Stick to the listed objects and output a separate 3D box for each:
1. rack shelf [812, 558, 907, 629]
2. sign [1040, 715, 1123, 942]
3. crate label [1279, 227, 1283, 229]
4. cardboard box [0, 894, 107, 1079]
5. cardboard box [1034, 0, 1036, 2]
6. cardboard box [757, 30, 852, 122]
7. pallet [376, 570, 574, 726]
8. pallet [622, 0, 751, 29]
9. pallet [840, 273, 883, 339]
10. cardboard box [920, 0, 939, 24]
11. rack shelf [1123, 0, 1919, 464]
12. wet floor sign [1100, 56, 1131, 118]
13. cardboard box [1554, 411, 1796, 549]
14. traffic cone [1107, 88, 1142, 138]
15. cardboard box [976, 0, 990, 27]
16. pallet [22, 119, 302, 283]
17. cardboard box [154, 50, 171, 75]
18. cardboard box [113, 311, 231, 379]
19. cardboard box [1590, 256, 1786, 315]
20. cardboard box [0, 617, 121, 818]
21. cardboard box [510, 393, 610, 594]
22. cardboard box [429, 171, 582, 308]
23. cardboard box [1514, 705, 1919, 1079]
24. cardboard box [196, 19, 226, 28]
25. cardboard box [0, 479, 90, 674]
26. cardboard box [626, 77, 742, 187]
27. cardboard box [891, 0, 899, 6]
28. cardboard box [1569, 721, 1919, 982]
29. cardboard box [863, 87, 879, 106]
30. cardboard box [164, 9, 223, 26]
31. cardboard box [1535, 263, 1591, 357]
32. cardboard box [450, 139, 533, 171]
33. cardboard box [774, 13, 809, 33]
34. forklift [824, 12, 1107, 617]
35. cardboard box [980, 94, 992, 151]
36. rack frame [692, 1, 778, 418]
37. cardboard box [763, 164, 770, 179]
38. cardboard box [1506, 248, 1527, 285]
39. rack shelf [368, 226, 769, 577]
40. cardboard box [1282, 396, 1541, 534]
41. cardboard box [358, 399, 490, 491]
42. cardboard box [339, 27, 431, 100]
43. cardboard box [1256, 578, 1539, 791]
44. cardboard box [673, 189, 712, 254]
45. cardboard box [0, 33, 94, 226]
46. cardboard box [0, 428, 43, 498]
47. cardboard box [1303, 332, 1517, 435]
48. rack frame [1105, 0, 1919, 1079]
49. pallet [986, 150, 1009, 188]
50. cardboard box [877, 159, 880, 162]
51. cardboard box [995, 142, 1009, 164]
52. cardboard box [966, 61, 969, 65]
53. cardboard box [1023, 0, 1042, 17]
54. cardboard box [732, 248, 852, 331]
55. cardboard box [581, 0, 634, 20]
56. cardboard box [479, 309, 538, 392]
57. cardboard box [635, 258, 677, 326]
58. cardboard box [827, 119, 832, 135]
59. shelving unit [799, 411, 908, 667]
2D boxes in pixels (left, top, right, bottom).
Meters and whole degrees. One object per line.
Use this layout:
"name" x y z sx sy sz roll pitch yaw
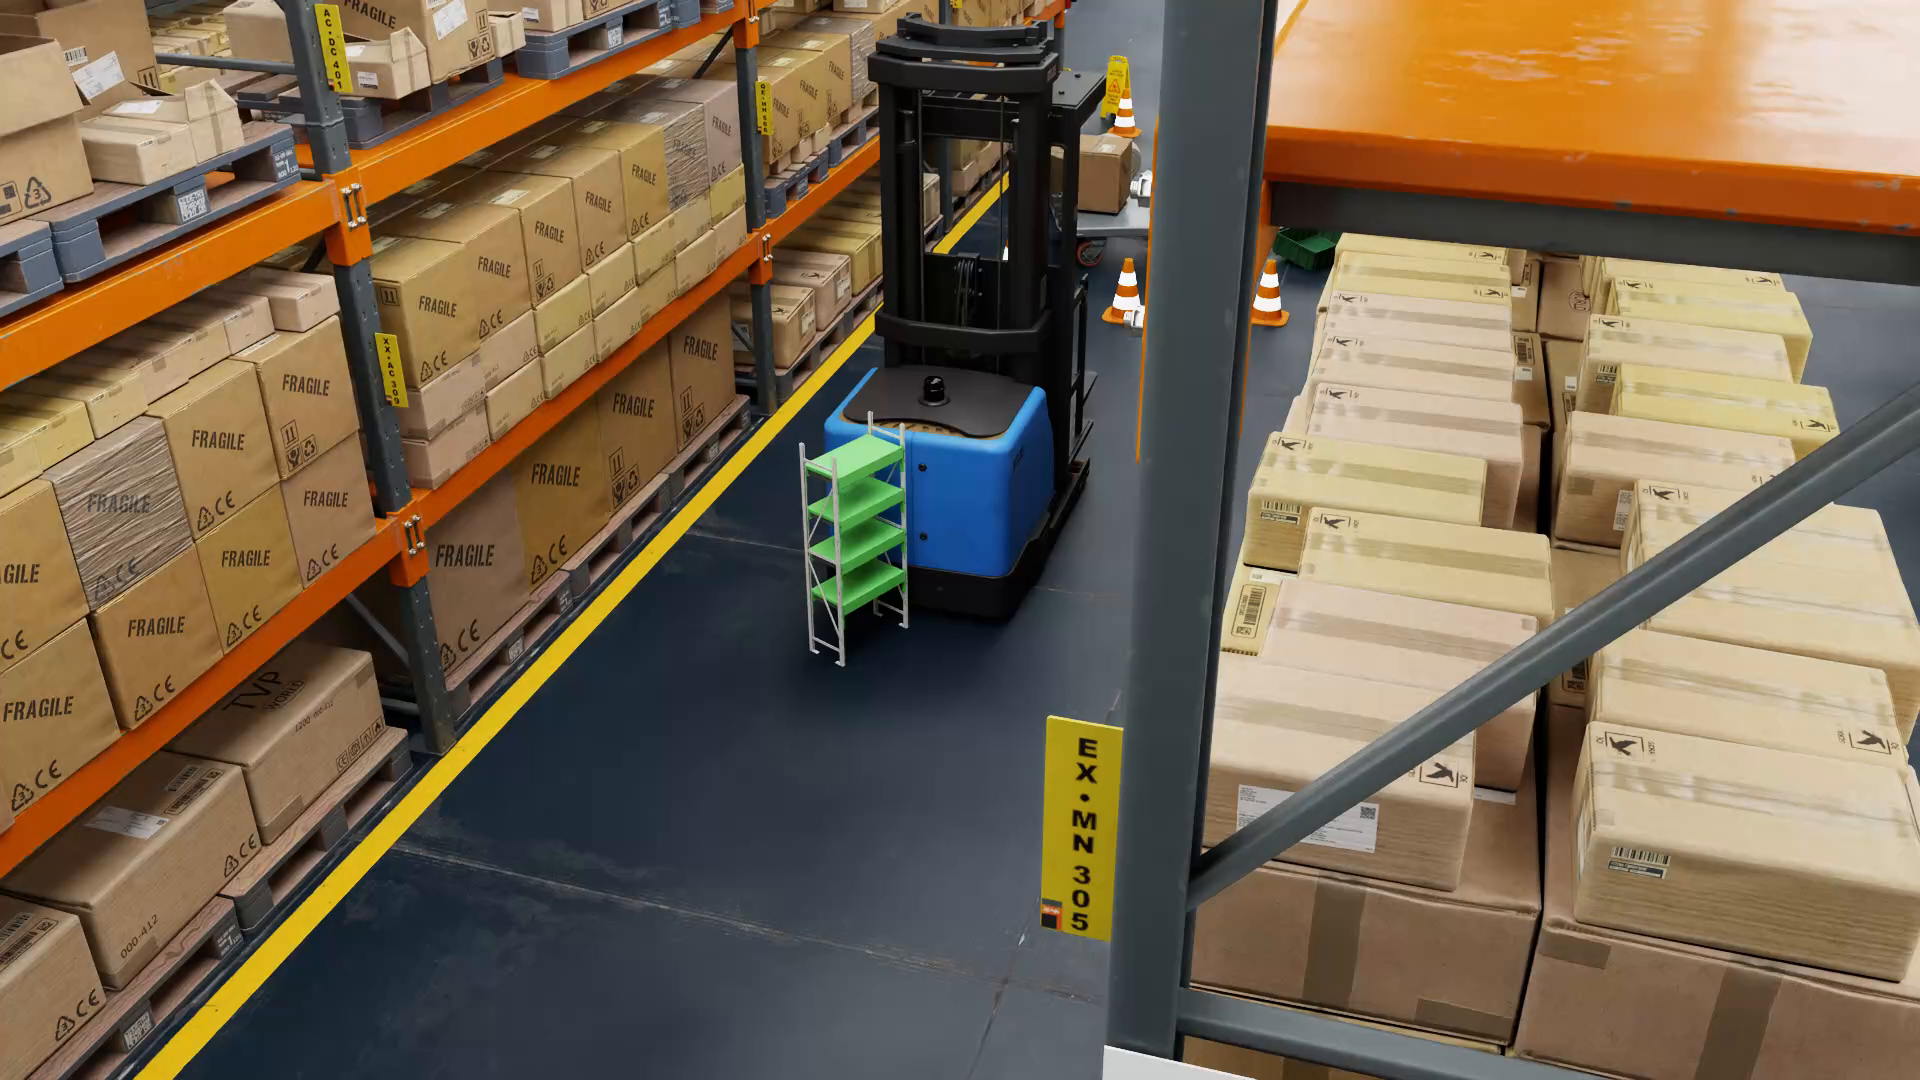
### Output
"rack shelf" -0.531 0.265 8.665 0.258 0.148 0.480 23 36 35
"sign" 0.151 0.357 2.027 0.100 0.325 0.005 8 30 15
"crate label" 2.862 -2.722 14.502 0.298 0.136 0.250 -12 31 -20
"cardboard box" -3.728 1.672 5.862 0.875 0.438 0.875 9 30 16
"cardboard box" 0.563 -5.602 16.326 0.500 0.500 0.500 9 30 15
"cardboard box" -1.089 -3.258 11.681 0.500 0.500 0.500 9 30 16
"pallet" -2.758 0.474 8.681 1.003 0.211 1.213 8 30 15
"pallet" -1.877 -3.156 9.446 1.213 0.211 1.003 10 31 17
"pallet" -1.148 -1.944 13.027 1.003 0.211 1.213 8 30 15
"cardboard box" -0.480 -4.203 13.378 0.500 0.500 0.500 8 30 14
"rack shelf" 1.262 -1.092 3.200 1.077 0.370 4.000 8 30 15
"wet floor sign" 1.689 -4.859 17.820 0.267 0.644 0.232 20 35 32
"cardboard box" 1.276 -0.092 2.974 0.380 0.149 0.250 9 30 16
"traffic cone" 1.717 -4.459 17.290 0.336 0.463 0.334 8 30 15
"cardboard box" -0.043 -4.668 14.647 0.500 0.500 0.500 8 30 15
"pallet" -3.163 -1.268 5.950 1.003 0.211 1.213 8 30 15
"cardboard box" -6.032 -3.498 12.182 0.380 0.149 0.250 9 30 16
"cardboard box" -2.962 -0.729 6.177 0.380 0.149 0.250 9 30 15
"cardboard box" 1.664 -0.565 3.824 0.380 0.149 0.250 8 30 15
"cardboard box" -3.252 0.550 5.573 0.500 0.500 0.500 10 30 17
"cardboard box" -2.549 -0.351 9.048 0.875 0.875 0.875 9 30 16
"cardboard box" -2.236 -1.492 8.216 0.500 0.500 0.500 8 30 14
"cardboard box" 1.055 0.508 2.306 0.500 0.250 0.500 9 30 16
"cardboard box" -5.741 -3.975 13.040 0.380 0.149 0.250 9 30 16
"cardboard box" -3.239 0.107 5.340 0.500 0.500 0.500 9 30 15
"cardboard box" -1.640 -2.437 9.914 0.500 0.500 0.500 8 30 14
"cardboard box" -0.674 -4.165 12.643 0.380 0.149 0.250 8 30 13
"cardboard box" 0.988 0.387 2.113 0.380 0.149 0.250 8 30 14
"cardboard box" -0.765 -3.416 12.632 0.380 0.149 0.250 8 30 15
"cardboard box" -6.150 -4.164 13.380 0.380 0.149 0.250 9 30 16
"cardboard box" 1.644 -0.446 4.020 0.500 0.250 0.500 10 31 17
"cardboard box" -2.571 -1.816 8.798 0.500 0.500 0.500 9 30 16
"cardboard box" -1.421 -3.572 12.245 0.500 0.500 0.500 7 30 13
"forklift" 0.179 -1.574 9.565 1.130 2.935 3.031 8 30 14
"cardboard box" 0.013 -3.889 15.280 0.500 0.500 0.500 10 31 17
"rack frame" -1.738 -2.234 10.680 1.000 3.000 0.127 8 30 15
"cardboard box" -1.465 -2.432 10.863 0.380 0.149 0.250 7 30 12
"cardboard box" 1.225 -0.769 4.192 0.380 0.149 0.250 8 30 13
"rack shelf" -2.325 -0.990 9.184 1.077 0.370 4.000 8 30 15
"cardboard box" 0.869 -0.047 3.303 0.500 0.250 0.500 9 30 16
"cardboard box" -2.531 -0.476 7.675 0.500 0.250 0.500 8 30 14
"cardboard box" -2.431 -1.993 6.868 0.396 0.266 0.258 8 30 14
"cardboard box" 0.637 0.205 2.440 0.380 0.149 0.250 9 30 16
"cardboard box" -1.785 -1.887 9.696 0.500 0.250 0.500 8 30 14
"cardboard box" -3.277 -1.327 5.323 0.797 0.503 0.637 11 31 19
"cardboard box" -3.192 -0.249 5.314 0.380 0.149 0.250 9 30 15
"cardboard box" 0.898 -0.282 3.316 0.380 0.149 0.250 9 30 16
"rack frame" 0.675 -0.479 1.354 1.000 3.000 0.127 8 30 15
"pallet" -0.045 -3.760 16.292 1.003 0.211 1.213 8 30 15
"cardboard box" -0.647 -3.716 14.969 0.500 0.500 0.500 8 30 14
"cardboard box" 0.166 -3.807 15.905 0.500 0.250 0.500 8 30 14
"cardboard box" -0.141 -4.209 14.488 0.380 0.149 0.250 9 30 16
"cardboard box" 0.594 -5.264 16.386 0.380 0.149 0.250 9 30 16
"cardboard box" -1.354 -1.874 12.305 0.950 0.372 0.625 8 30 14
"cardboard box" -1.978 -2.912 8.278 0.500 0.500 0.500 9 30 15
"cardboard box" -2.387 -0.939 7.992 0.500 0.250 0.500 9 30 16
"cardboard box" -1.937 -1.425 9.380 0.500 0.250 0.500 8 30 14
"cardboard box" -1.129 -2.927 11.753 0.380 0.149 0.250 10 31 18
"shelving unit" -0.531 -0.001 8.517 0.258 1.200 0.503 23 36 35
